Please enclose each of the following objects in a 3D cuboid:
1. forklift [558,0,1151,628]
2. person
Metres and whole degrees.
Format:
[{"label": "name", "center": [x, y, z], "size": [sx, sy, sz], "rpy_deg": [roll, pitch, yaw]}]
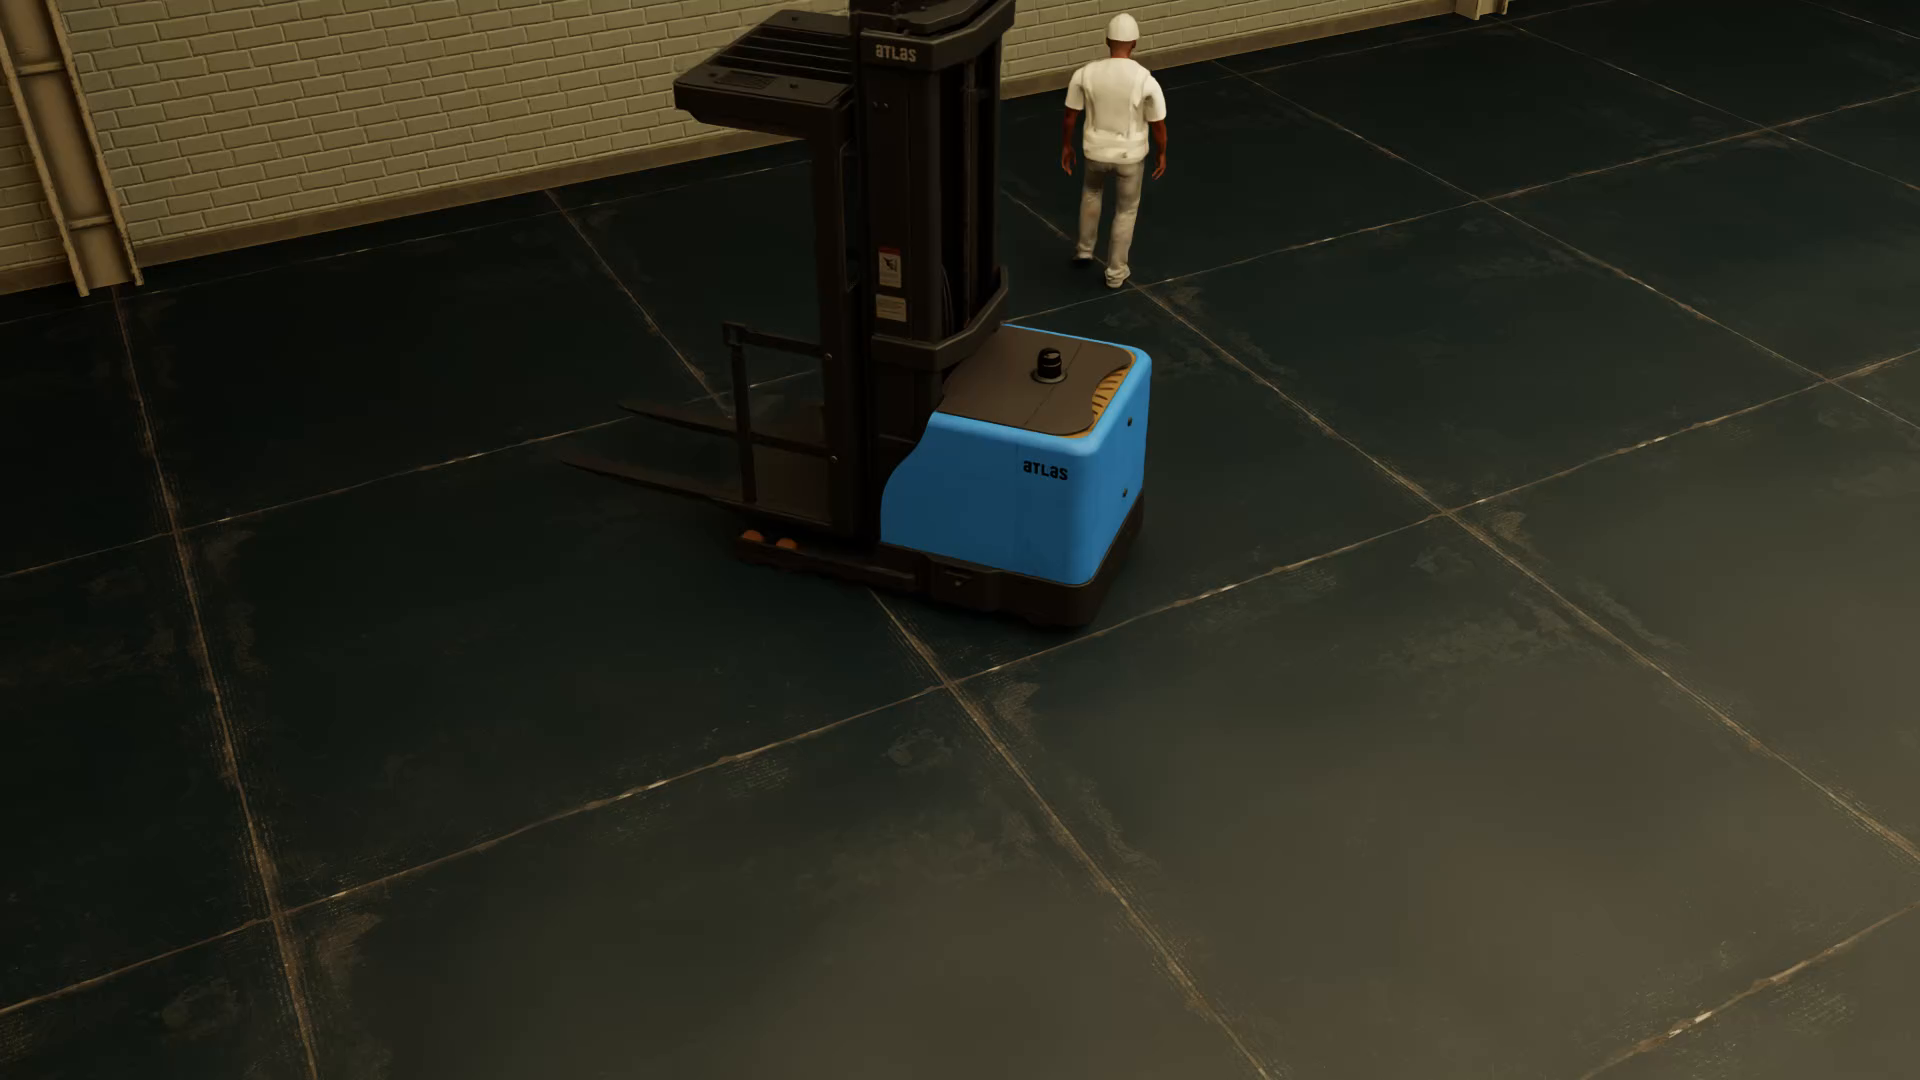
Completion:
[{"label": "forklift", "center": [-0.621, -1.306, 7.971], "size": [3.031, 2.935, 1.130], "rpy_deg": [13, 37, 17]}, {"label": "person", "center": [1.006, -2.495, 10.740], "size": [0.672, 1.808, 0.512], "rpy_deg": [12, 37, 16]}]
